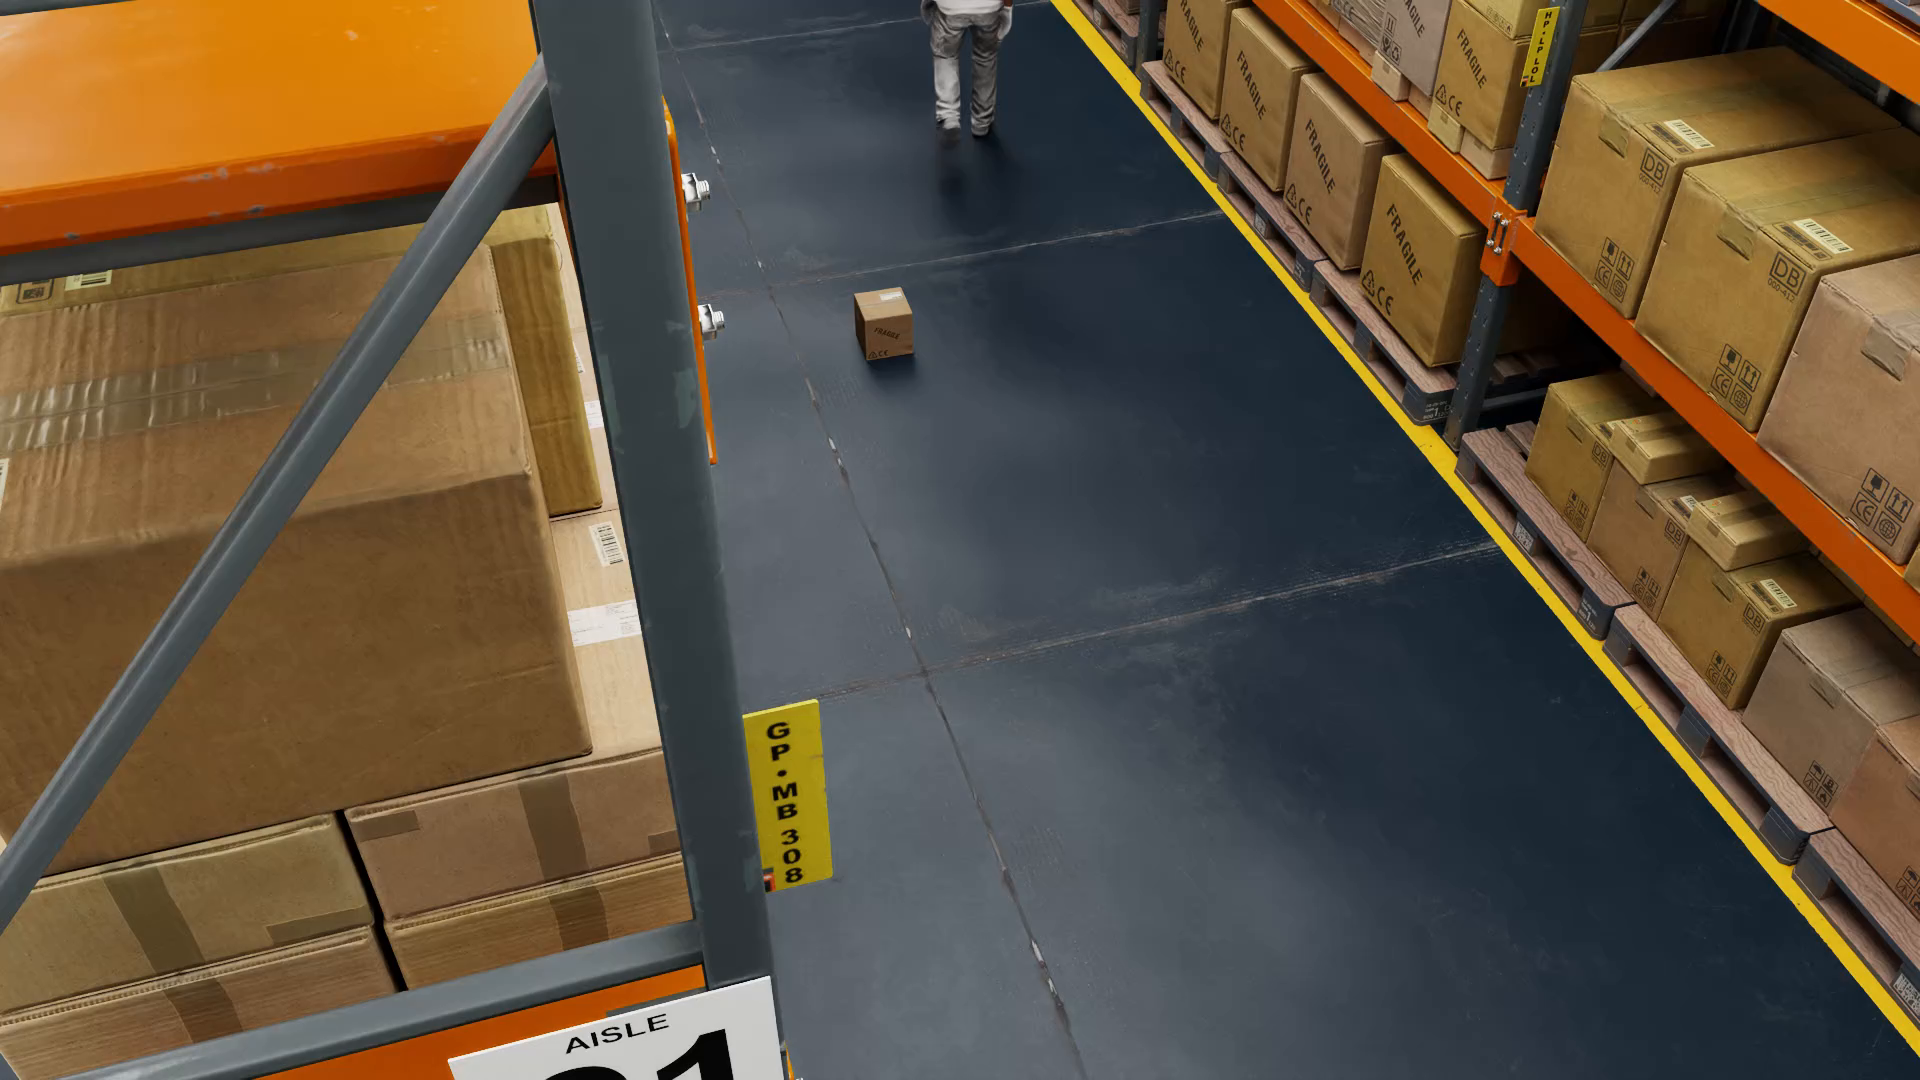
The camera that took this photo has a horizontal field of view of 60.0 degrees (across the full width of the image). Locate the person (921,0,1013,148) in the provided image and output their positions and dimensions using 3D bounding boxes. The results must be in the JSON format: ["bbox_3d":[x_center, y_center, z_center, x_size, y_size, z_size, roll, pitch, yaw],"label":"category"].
[{"bbox_3d":[0.046,-3.088,9.572,0.550,1.769,0.753,0,42,0],"label":"person"}]
